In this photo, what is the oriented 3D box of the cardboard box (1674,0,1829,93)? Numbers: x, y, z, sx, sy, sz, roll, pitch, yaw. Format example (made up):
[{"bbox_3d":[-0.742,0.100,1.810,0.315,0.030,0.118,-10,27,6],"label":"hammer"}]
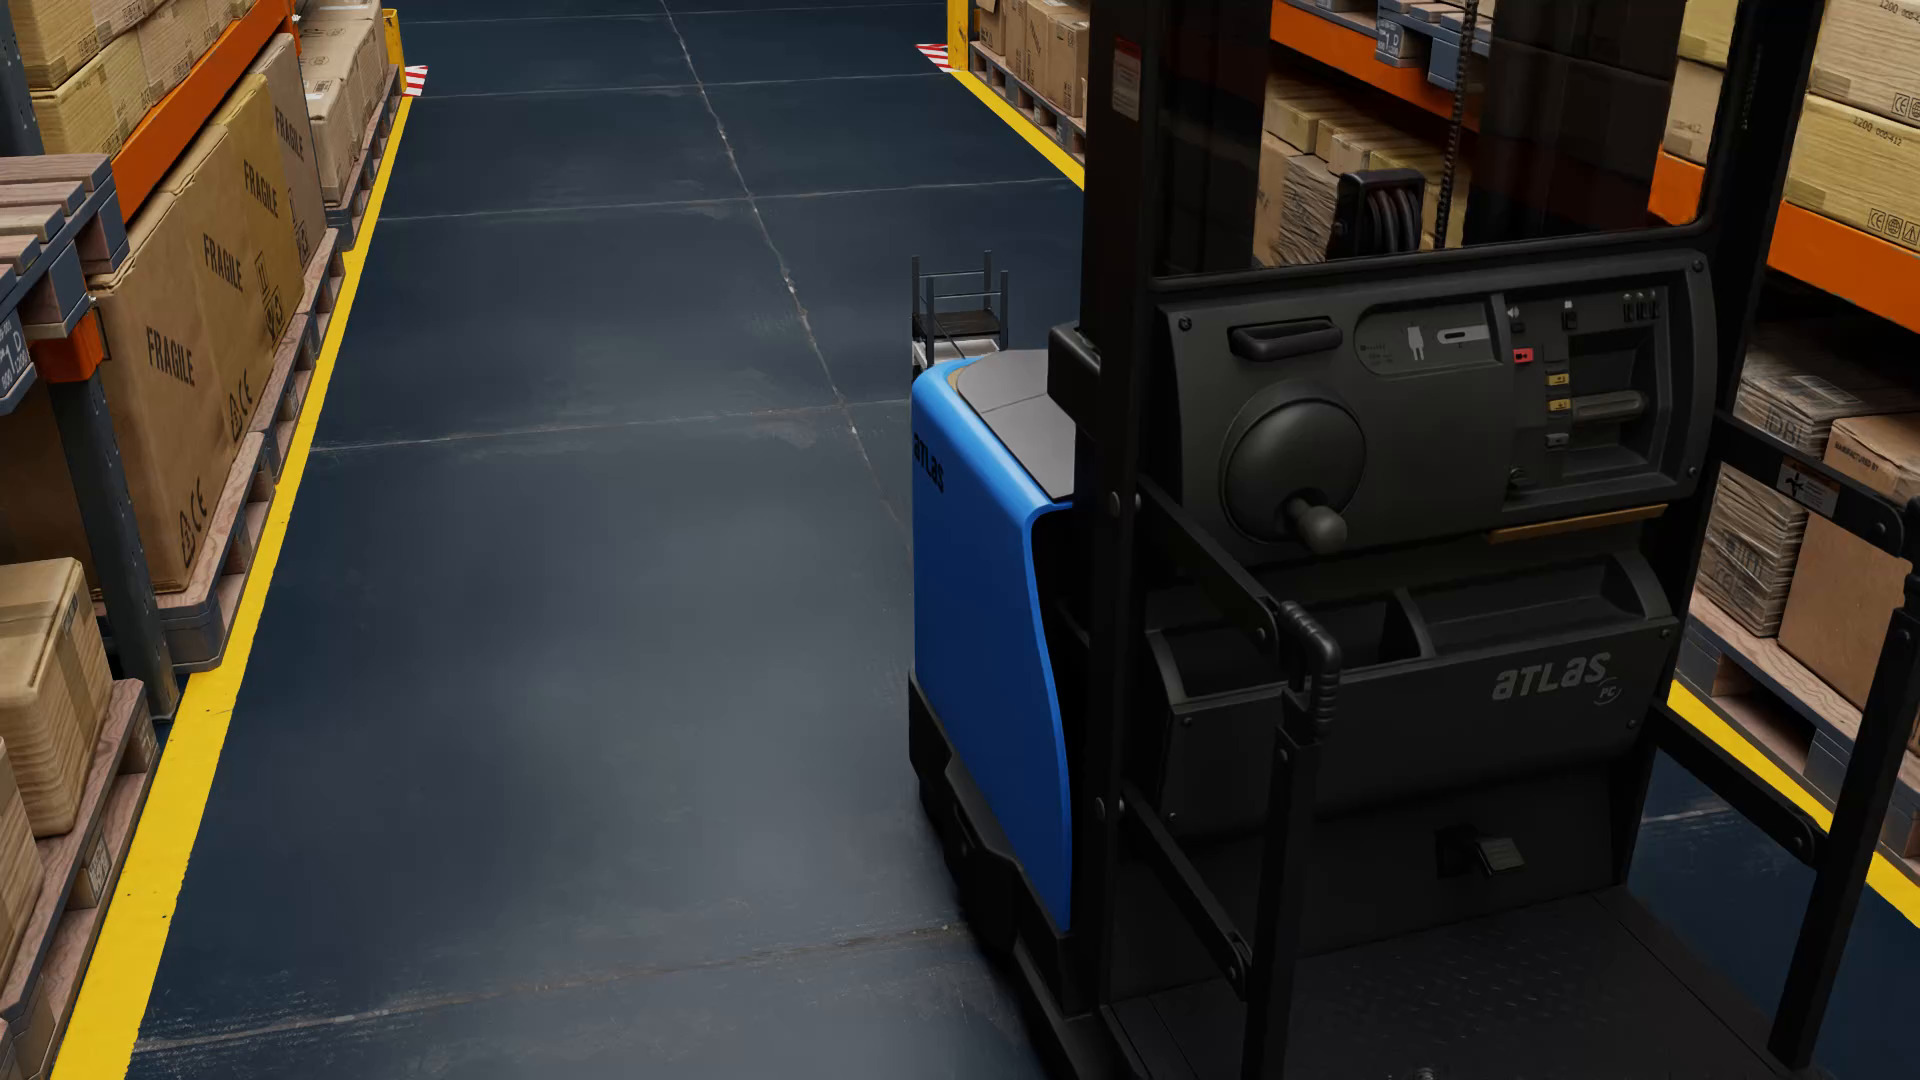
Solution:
[{"bbox_3d":[2.129,-1.282,4.072,0.500,0.250,0.500,-6,27,-12],"label":"cardboard box"}]

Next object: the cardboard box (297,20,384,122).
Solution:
[{"bbox_3d":[-3.886,-2.717,9.682,0.875,0.438,0.875,-5,27,-10],"label":"cardboard box"}]

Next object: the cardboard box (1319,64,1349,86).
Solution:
[{"bbox_3d":[1.882,-2.112,7.693,0.380,0.149,0.250,-6,27,-11],"label":"cardboard box"}]

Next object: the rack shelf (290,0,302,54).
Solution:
[{"bbox_3d":[-3.896,-3.155,8.970,1.077,0.370,4.000,-6,27,-12],"label":"rack shelf"}]

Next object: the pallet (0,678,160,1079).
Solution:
[{"bbox_3d":[-2.369,0.746,3.538,1.003,0.211,1.213,-6,27,-12],"label":"pallet"}]

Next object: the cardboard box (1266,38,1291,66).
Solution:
[{"bbox_3d":[1.317,-2.304,7.744,0.380,0.149,0.250,-7,28,-14],"label":"cardboard box"}]

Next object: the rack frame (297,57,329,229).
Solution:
[{"bbox_3d":[-3.445,-2.598,7.068,1.000,3.000,0.127,-6,27,-12],"label":"rack frame"}]

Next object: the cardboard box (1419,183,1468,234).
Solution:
[{"bbox_3d":[1.825,-1.137,5.761,0.380,0.149,0.250,-7,28,-13],"label":"cardboard box"}]

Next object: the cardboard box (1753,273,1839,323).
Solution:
[{"bbox_3d":[2.470,-0.633,5.483,0.500,0.500,0.500,-5,27,-10],"label":"cardboard box"}]

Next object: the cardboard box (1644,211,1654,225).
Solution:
[{"bbox_3d":[2.444,-1.089,5.666,0.380,0.149,0.250,-5,27,-10],"label":"cardboard box"}]

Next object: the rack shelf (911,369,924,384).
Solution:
[{"bbox_3d":[-0.002,-0.456,5.029,0.258,0.077,0.200,-6,27,-12],"label":"rack shelf"}]

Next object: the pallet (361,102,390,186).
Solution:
[{"bbox_3d":[-3.819,-2.232,9.437,1.003,0.211,1.213,-6,27,-12],"label":"pallet"}]

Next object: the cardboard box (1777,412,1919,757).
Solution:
[{"bbox_3d":[2.574,0.086,3.920,0.875,0.625,0.625,-5,27,-10],"label":"cardboard box"}]

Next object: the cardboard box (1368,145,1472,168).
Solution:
[{"bbox_3d":[1.753,-1.367,6.217,0.380,0.149,0.250,-6,27,-12],"label":"cardboard box"}]

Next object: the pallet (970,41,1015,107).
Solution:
[{"bbox_3d":[0.686,-3.231,11.418,1.003,0.211,1.213,-6,27,-12],"label":"pallet"}]

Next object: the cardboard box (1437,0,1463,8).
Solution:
[{"bbox_3d":[1.738,-1.898,5.383,0.500,0.250,0.500,-7,28,-14],"label":"cardboard box"}]

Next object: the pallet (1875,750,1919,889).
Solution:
[{"bbox_3d":[2.711,0.797,3.437,1.003,0.211,1.213,-6,27,-12],"label":"pallet"}]

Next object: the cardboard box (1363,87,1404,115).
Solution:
[{"bbox_3d":[1.975,-1.876,7.225,0.380,0.149,0.250,-5,27,-10],"label":"cardboard box"}]

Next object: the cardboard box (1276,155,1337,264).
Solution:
[{"bbox_3d":[1.629,-1.259,6.724,0.500,0.500,0.500,-7,28,-13],"label":"cardboard box"}]

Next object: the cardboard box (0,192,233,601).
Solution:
[{"bbox_3d":[-2.618,-0.393,4.591,0.875,0.875,0.875,-6,27,-12],"label":"cardboard box"}]

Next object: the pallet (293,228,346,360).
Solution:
[{"bbox_3d":[-3.198,-1.022,7.041,1.003,0.211,1.213,-6,27,-12],"label":"pallet"}]

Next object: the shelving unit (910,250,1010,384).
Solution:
[{"bbox_3d":[-0.002,-0.405,5.054,0.258,0.900,0.210,-6,27,-12],"label":"shelving unit"}]

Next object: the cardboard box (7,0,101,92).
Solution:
[{"bbox_3d":[-2.417,-1.246,4.001,0.500,0.250,0.500,-6,27,-12],"label":"cardboard box"}]

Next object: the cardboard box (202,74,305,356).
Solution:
[{"bbox_3d":[-3.016,-1.177,6.145,0.875,0.875,0.875,-5,27,-10],"label":"cardboard box"}]

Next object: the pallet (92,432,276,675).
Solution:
[{"bbox_3d":[-2.648,0.049,4.918,1.003,0.211,1.213,-6,27,-12],"label":"pallet"}]

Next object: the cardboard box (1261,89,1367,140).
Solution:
[{"bbox_3d":[1.513,-1.823,7.120,0.380,0.149,0.250,-6,27,-12],"label":"cardboard box"}]

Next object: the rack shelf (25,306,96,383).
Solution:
[{"bbox_3d":[-2.093,0.357,2.012,1.077,0.370,4.000,-6,27,-12],"label":"rack shelf"}]

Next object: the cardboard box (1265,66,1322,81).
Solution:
[{"bbox_3d":[1.419,-2.055,7.581,0.380,0.149,0.250,-7,28,-14],"label":"cardboard box"}]

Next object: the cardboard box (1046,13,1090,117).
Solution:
[{"bbox_3d":[0.923,-2.818,9.813,0.700,0.500,0.500,-7,28,-14],"label":"cardboard box"}]

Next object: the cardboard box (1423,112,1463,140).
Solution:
[{"bbox_3d":[2.115,-1.655,6.787,0.380,0.149,0.250,-7,28,-14],"label":"cardboard box"}]

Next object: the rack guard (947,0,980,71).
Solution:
[{"bbox_3d":[0.506,-3.710,12.046,1.175,0.500,0.348,-6,27,-12],"label":"rack guard"}]

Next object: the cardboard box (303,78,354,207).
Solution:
[{"bbox_3d":[-3.482,-1.928,8.119,0.875,0.438,0.875,-6,27,-12],"label":"cardboard box"}]

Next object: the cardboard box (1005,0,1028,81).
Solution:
[{"bbox_3d":[0.689,-3.274,10.715,0.700,0.500,0.500,-5,27,-9],"label":"cardboard box"}]

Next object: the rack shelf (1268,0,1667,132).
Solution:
[{"bbox_3d":[1.841,-1.905,6.493,1.077,0.370,4.000,-6,27,-12],"label":"rack shelf"}]

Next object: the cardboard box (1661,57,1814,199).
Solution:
[{"bbox_3d":[2.154,-1.061,4.190,0.500,0.250,0.500,-6,27,-11],"label":"cardboard box"}]

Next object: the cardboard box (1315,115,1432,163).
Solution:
[{"bbox_3d":[1.656,-1.598,6.675,0.380,0.149,0.250,-6,27,-11],"label":"cardboard box"}]

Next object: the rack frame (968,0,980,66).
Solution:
[{"bbox_3d":[0.489,-4.860,11.549,1.000,3.000,0.127,-6,27,-12],"label":"rack frame"}]

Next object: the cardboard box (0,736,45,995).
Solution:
[{"bbox_3d":[-2.252,0.716,2.953,0.950,0.372,0.625,-6,27,-13],"label":"cardboard box"}]

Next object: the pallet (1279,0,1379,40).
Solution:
[{"bbox_3d":[1.849,-2.115,6.325,1.003,0.211,1.213,-6,27,-12],"label":"pallet"}]

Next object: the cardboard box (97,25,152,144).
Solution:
[{"bbox_3d":[-2.542,-1.239,4.542,0.500,0.250,0.500,-7,28,-13],"label":"cardboard box"}]

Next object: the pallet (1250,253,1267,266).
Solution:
[{"bbox_3d":[1.889,-0.969,6.935,1.003,0.211,1.213,-6,27,-12],"label":"pallet"}]

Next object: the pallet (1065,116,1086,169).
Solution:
[{"bbox_3d":[1.236,-2.160,9.296,1.003,0.211,1.213,-6,27,-12],"label":"pallet"}]

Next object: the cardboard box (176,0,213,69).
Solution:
[{"bbox_3d":[-2.769,-1.686,5.428,0.500,0.250,0.500,-6,27,-12],"label":"cardboard box"}]

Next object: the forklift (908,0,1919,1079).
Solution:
[{"bbox_3d":[0.815,-0.174,2.341,1.130,2.935,3.031,-8,28,-16],"label":"forklift"}]

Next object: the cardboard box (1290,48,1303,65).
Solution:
[{"bbox_3d":[1.754,-2.333,8.131,0.380,0.149,0.250,-7,28,-14],"label":"cardboard box"}]

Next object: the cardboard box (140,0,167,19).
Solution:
[{"bbox_3d":[-2.633,-1.693,4.886,0.500,0.250,0.500,-6,27,-12],"label":"cardboard box"}]

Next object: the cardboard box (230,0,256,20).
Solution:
[{"bbox_3d":[-2.985,-2.136,6.319,0.500,0.250,0.500,-6,27,-12],"label":"cardboard box"}]

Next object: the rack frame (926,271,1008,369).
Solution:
[{"bbox_3d":[0.021,-0.361,4.966,0.240,0.900,0.006,-6,27,-12],"label":"rack frame"}]
